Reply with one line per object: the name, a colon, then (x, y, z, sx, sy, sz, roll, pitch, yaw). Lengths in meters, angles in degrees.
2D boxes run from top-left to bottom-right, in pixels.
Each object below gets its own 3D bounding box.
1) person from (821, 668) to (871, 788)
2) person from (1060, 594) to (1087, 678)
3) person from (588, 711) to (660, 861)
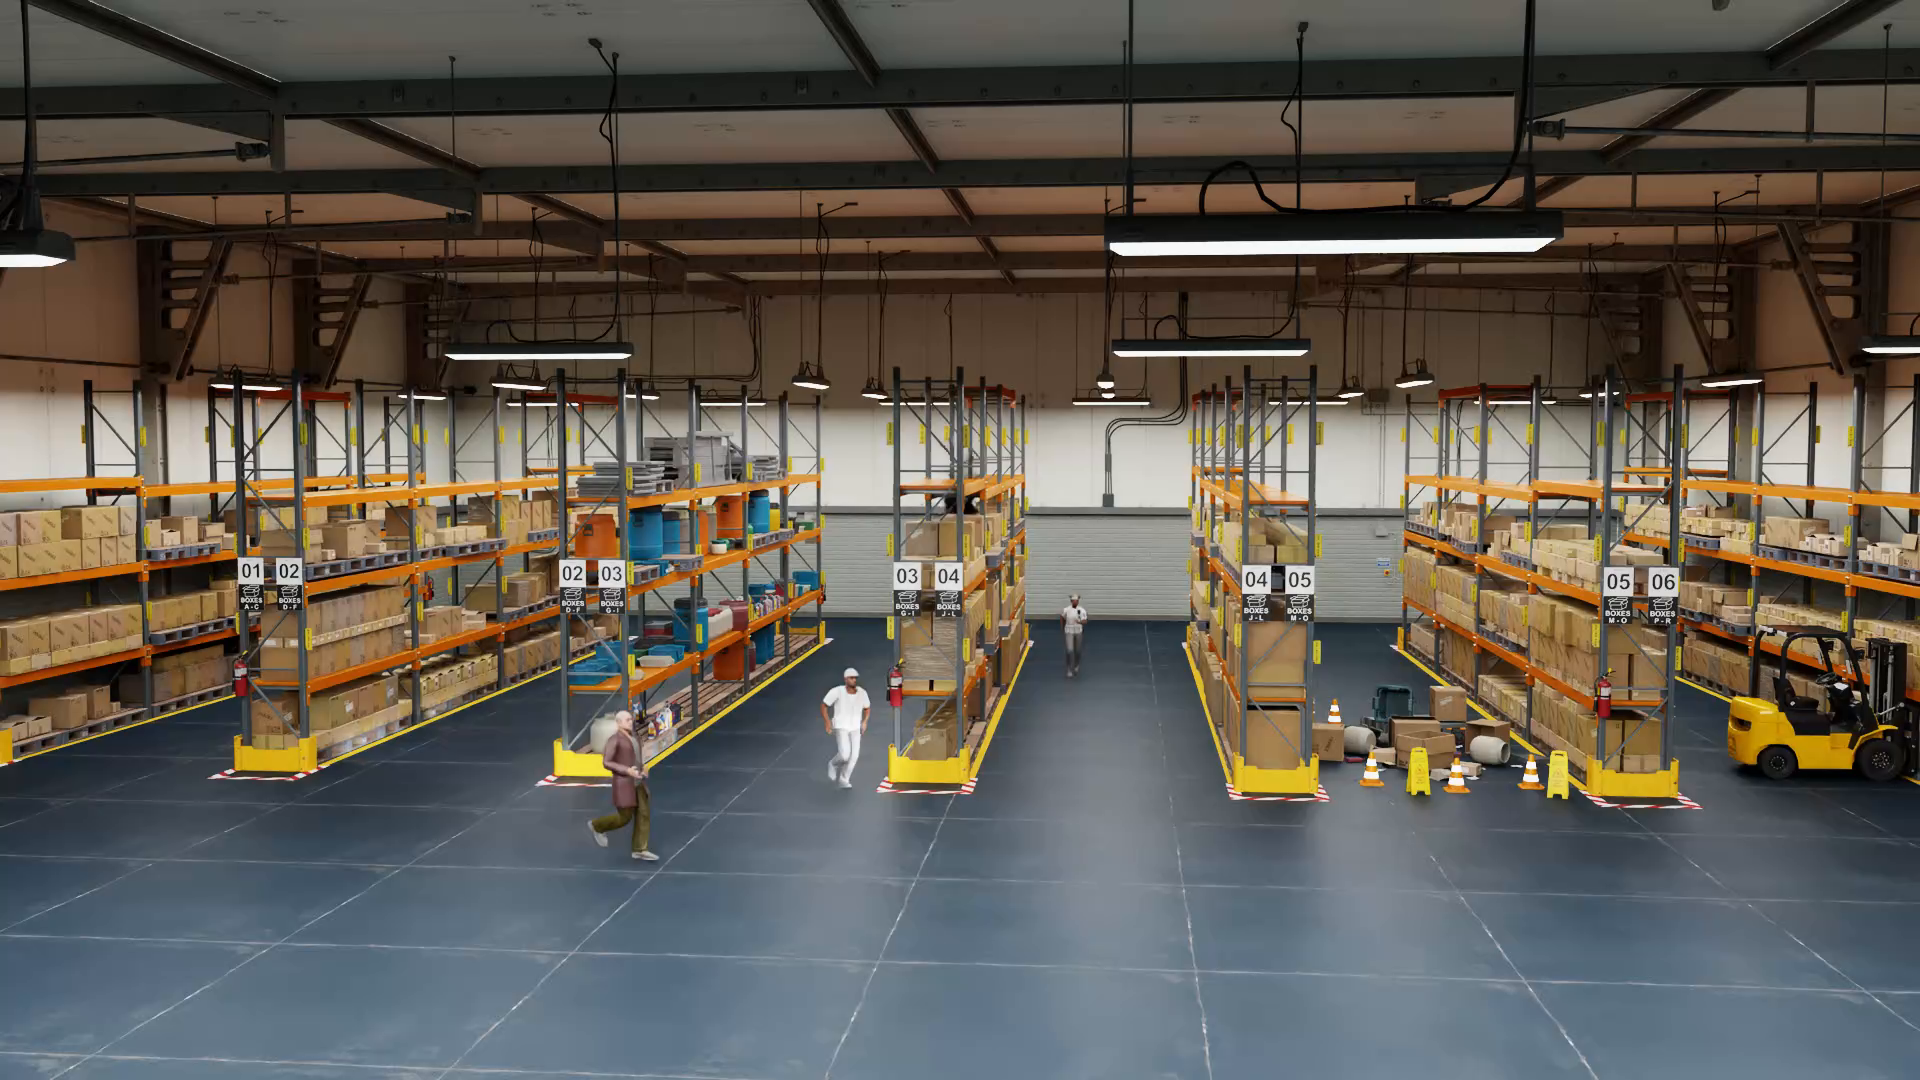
person: (-1.607, 2.679, 23.737, 0.734, 1.725, 0.548, -2, 4, -27)
person: (2.383, 1.994, 34.828, 0.550, 1.758, 0.777, 0, 4, 0)
person: (-3.968, 2.898, 19.708, 0.945, 1.762, 0.709, 2, 4, 25)
